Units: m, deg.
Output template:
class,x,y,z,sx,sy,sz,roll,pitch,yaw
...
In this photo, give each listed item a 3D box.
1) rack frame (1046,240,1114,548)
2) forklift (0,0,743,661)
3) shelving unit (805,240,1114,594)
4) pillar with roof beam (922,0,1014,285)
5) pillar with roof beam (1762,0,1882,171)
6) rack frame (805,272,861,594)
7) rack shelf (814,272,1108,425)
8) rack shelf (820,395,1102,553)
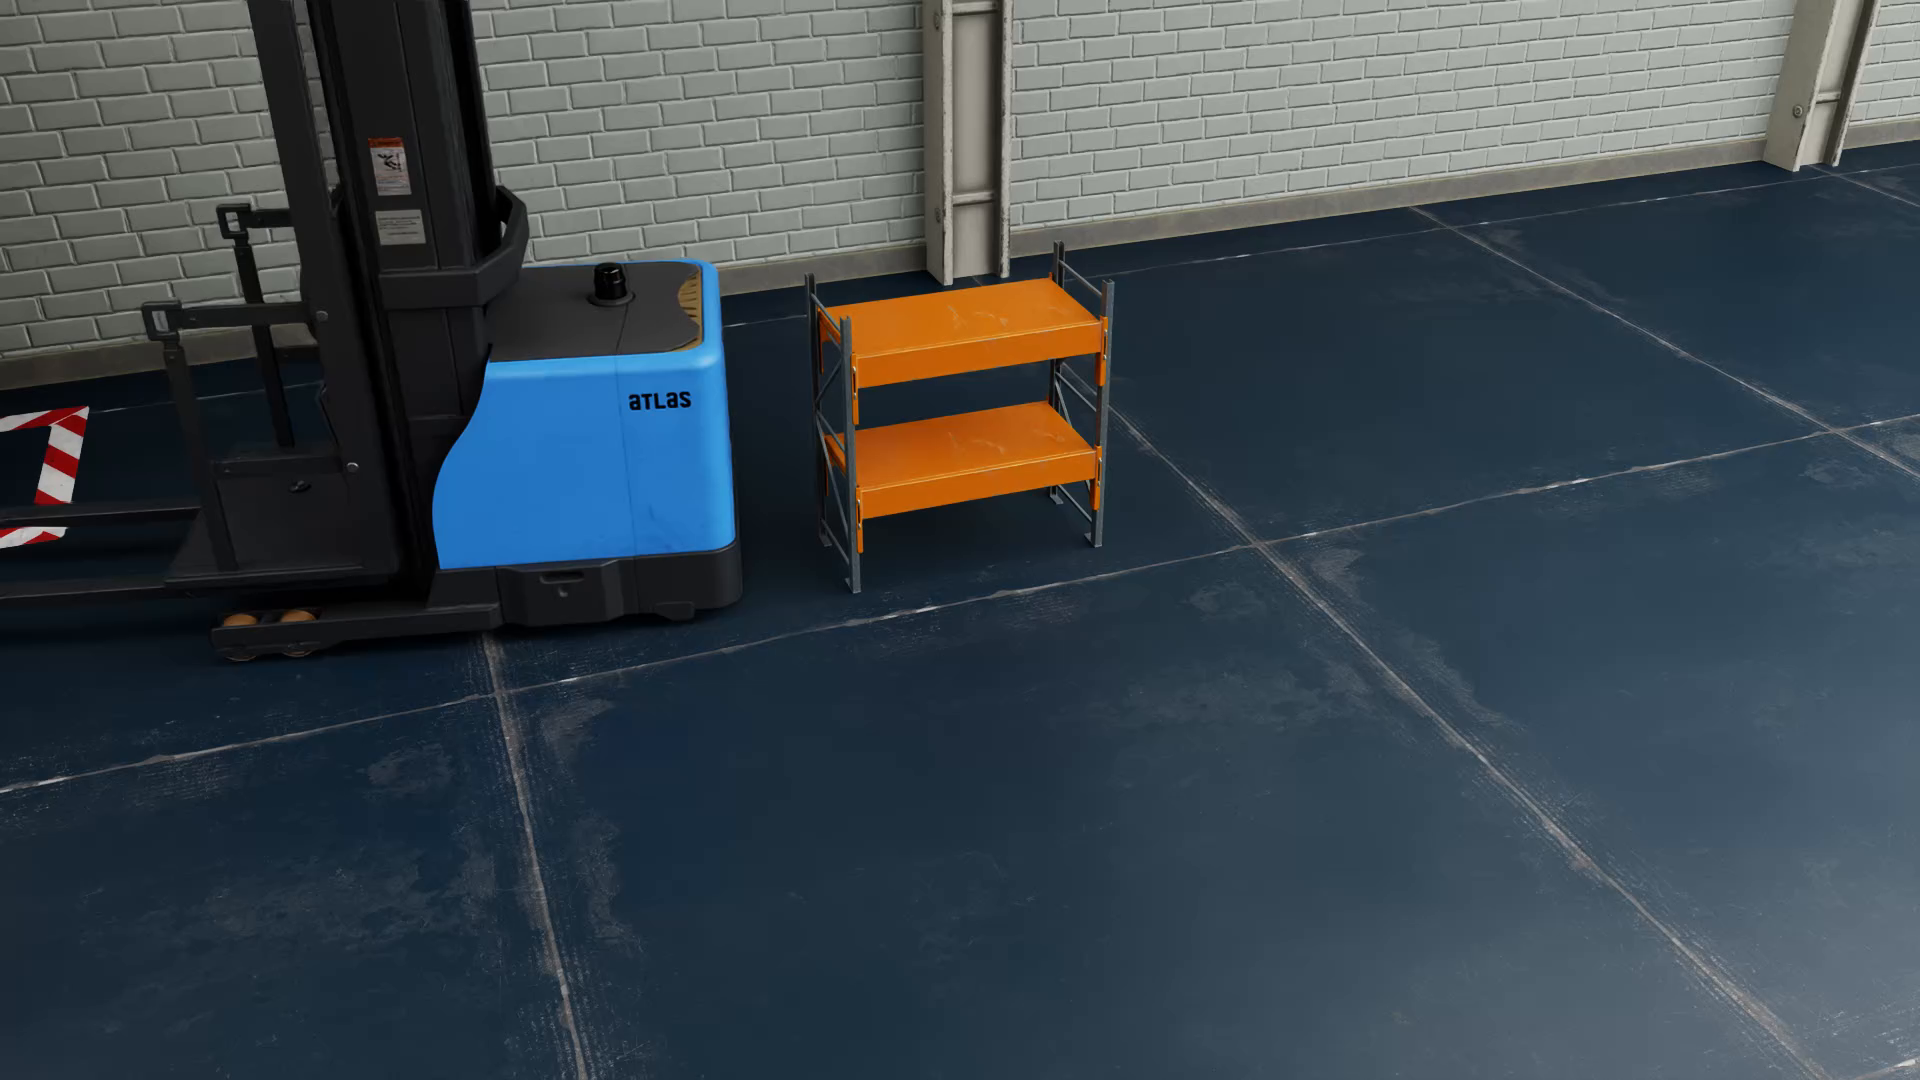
class,x,y,z,sx,sy,sz,roll,pitch,yaw
rack frame,0.470,-0.575,6.624,0.032,1.125,0.500,-10,31,-18
forklift,-2.376,-1.117,5.750,3.031,2.935,1.130,-4,30,-7
shelving unit,-0.006,-0.488,6.470,1.048,1.125,0.538,-10,31,-18
pillar with roof beam,1.541,-3.430,3.681,0.400,9.000,9.100,-10,31,-18
pillar with roof beam,7.165,-4.466,5.499,0.400,9.000,9.100,-10,31,-18
rack frame,-0.483,-0.400,6.315,0.032,1.125,0.500,-10,31,-18
rack shelf,-0.006,-0.742,6.325,1.000,0.278,0.538,-10,31,-18
rack shelf,-0.006,-0.275,6.591,1.000,0.278,0.538,-10,31,-18
